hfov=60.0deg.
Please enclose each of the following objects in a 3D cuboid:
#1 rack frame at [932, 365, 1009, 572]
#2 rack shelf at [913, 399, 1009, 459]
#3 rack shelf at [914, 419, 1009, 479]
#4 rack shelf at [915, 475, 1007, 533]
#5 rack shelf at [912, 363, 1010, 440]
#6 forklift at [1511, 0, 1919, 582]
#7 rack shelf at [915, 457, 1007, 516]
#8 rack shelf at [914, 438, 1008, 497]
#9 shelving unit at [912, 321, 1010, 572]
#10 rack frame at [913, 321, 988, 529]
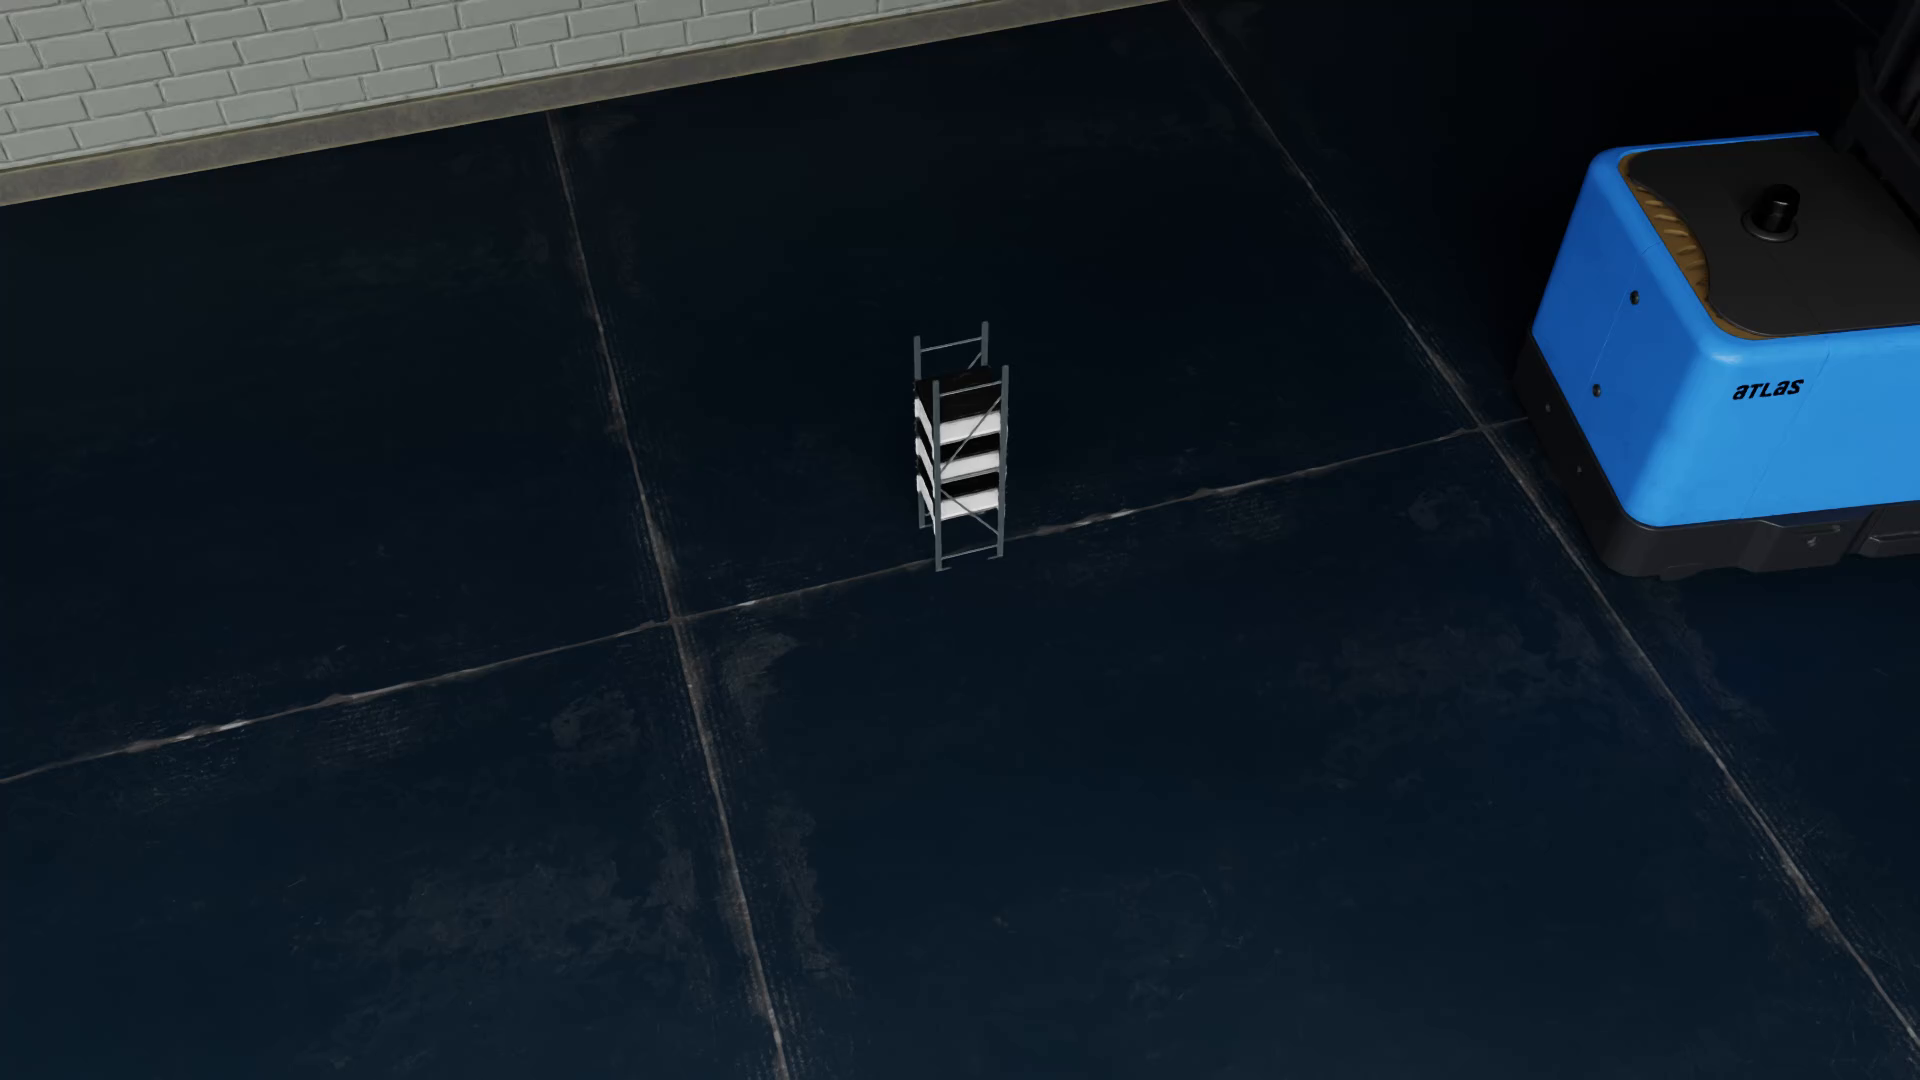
[{"bbox_3d":[0.032,-0.210,5.338,0.240,0.900,0.006,-13,51,-11],"label":"rack frame"},{"bbox_3d":[0.002,-0.379,5.289,0.258,0.077,0.200,-13,51,-11],"label":"rack shelf"},{"bbox_3d":[0.002,-0.321,5.358,0.258,0.077,0.200,-13,51,-11],"label":"rack shelf"},{"bbox_3d":[0.002,-0.147,5.564,0.258,0.077,0.200,-13,51,-11],"label":"rack shelf"},{"bbox_3d":[0.002,-0.437,5.220,0.258,0.077,0.200,-13,51,-11],"label":"rack shelf"},{"bbox_3d":[3.598,-1.317,4.943,3.031,2.935,1.130,-6,50,-5],"label":"forklift"},{"bbox_3d":[0.002,-0.205,5.495,0.258,0.077,0.200,-13,51,-11],"label":"rack shelf"},{"bbox_3d":[0.002,-0.263,5.426,0.258,0.077,0.200,-13,51,-11],"label":"rack shelf"},{"bbox_3d":[0.002,-0.284,5.401,0.258,0.900,0.210,-13,51,-11],"label":"shelving unit"},{"bbox_3d":[-0.028,-0.358,5.464,0.240,0.900,0.006,-13,51,-11],"label":"rack frame"}]
